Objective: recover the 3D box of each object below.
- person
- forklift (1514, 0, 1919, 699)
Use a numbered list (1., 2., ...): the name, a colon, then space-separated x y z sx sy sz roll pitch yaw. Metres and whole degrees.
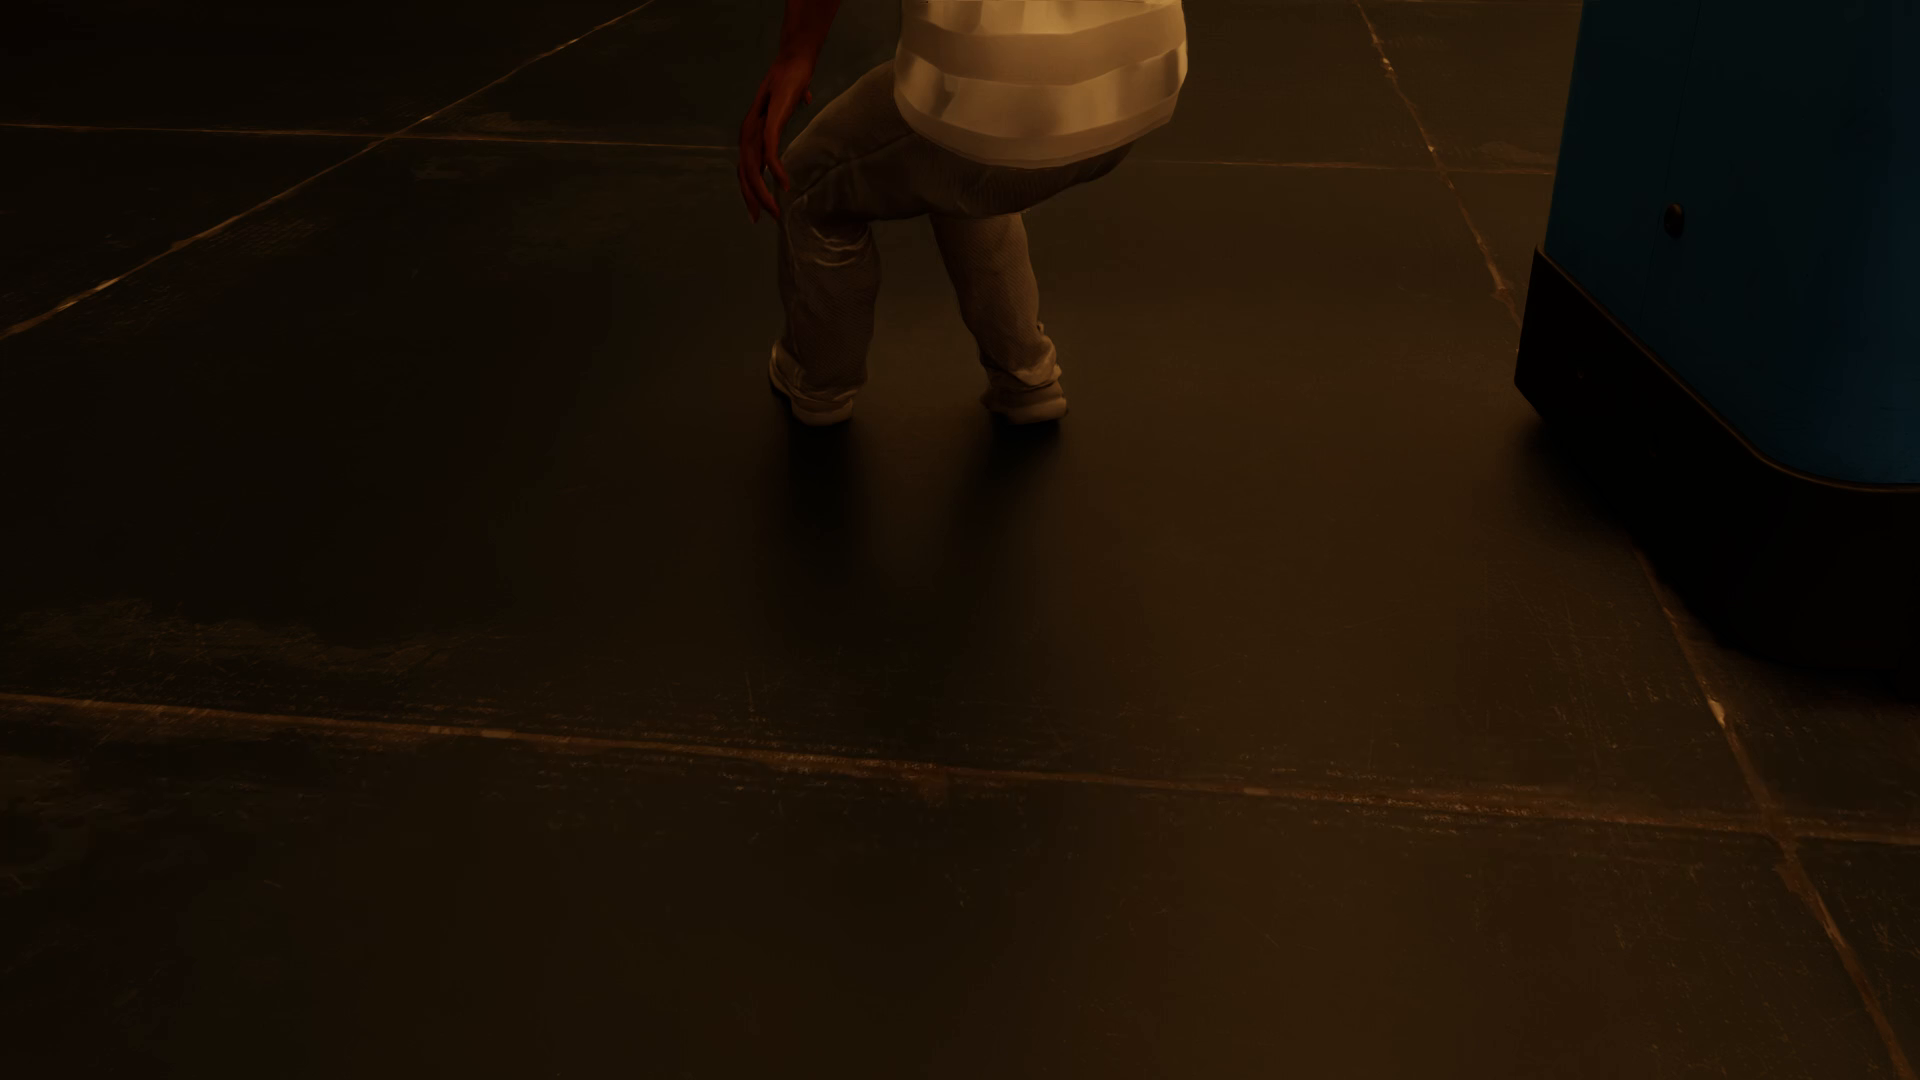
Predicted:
1. person: -0.085 -0.768 2.337 0.779 1.417 0.937 24 35 39
2. forklift: 2.474 -1.323 1.868 3.031 2.935 1.130 0 27 0
